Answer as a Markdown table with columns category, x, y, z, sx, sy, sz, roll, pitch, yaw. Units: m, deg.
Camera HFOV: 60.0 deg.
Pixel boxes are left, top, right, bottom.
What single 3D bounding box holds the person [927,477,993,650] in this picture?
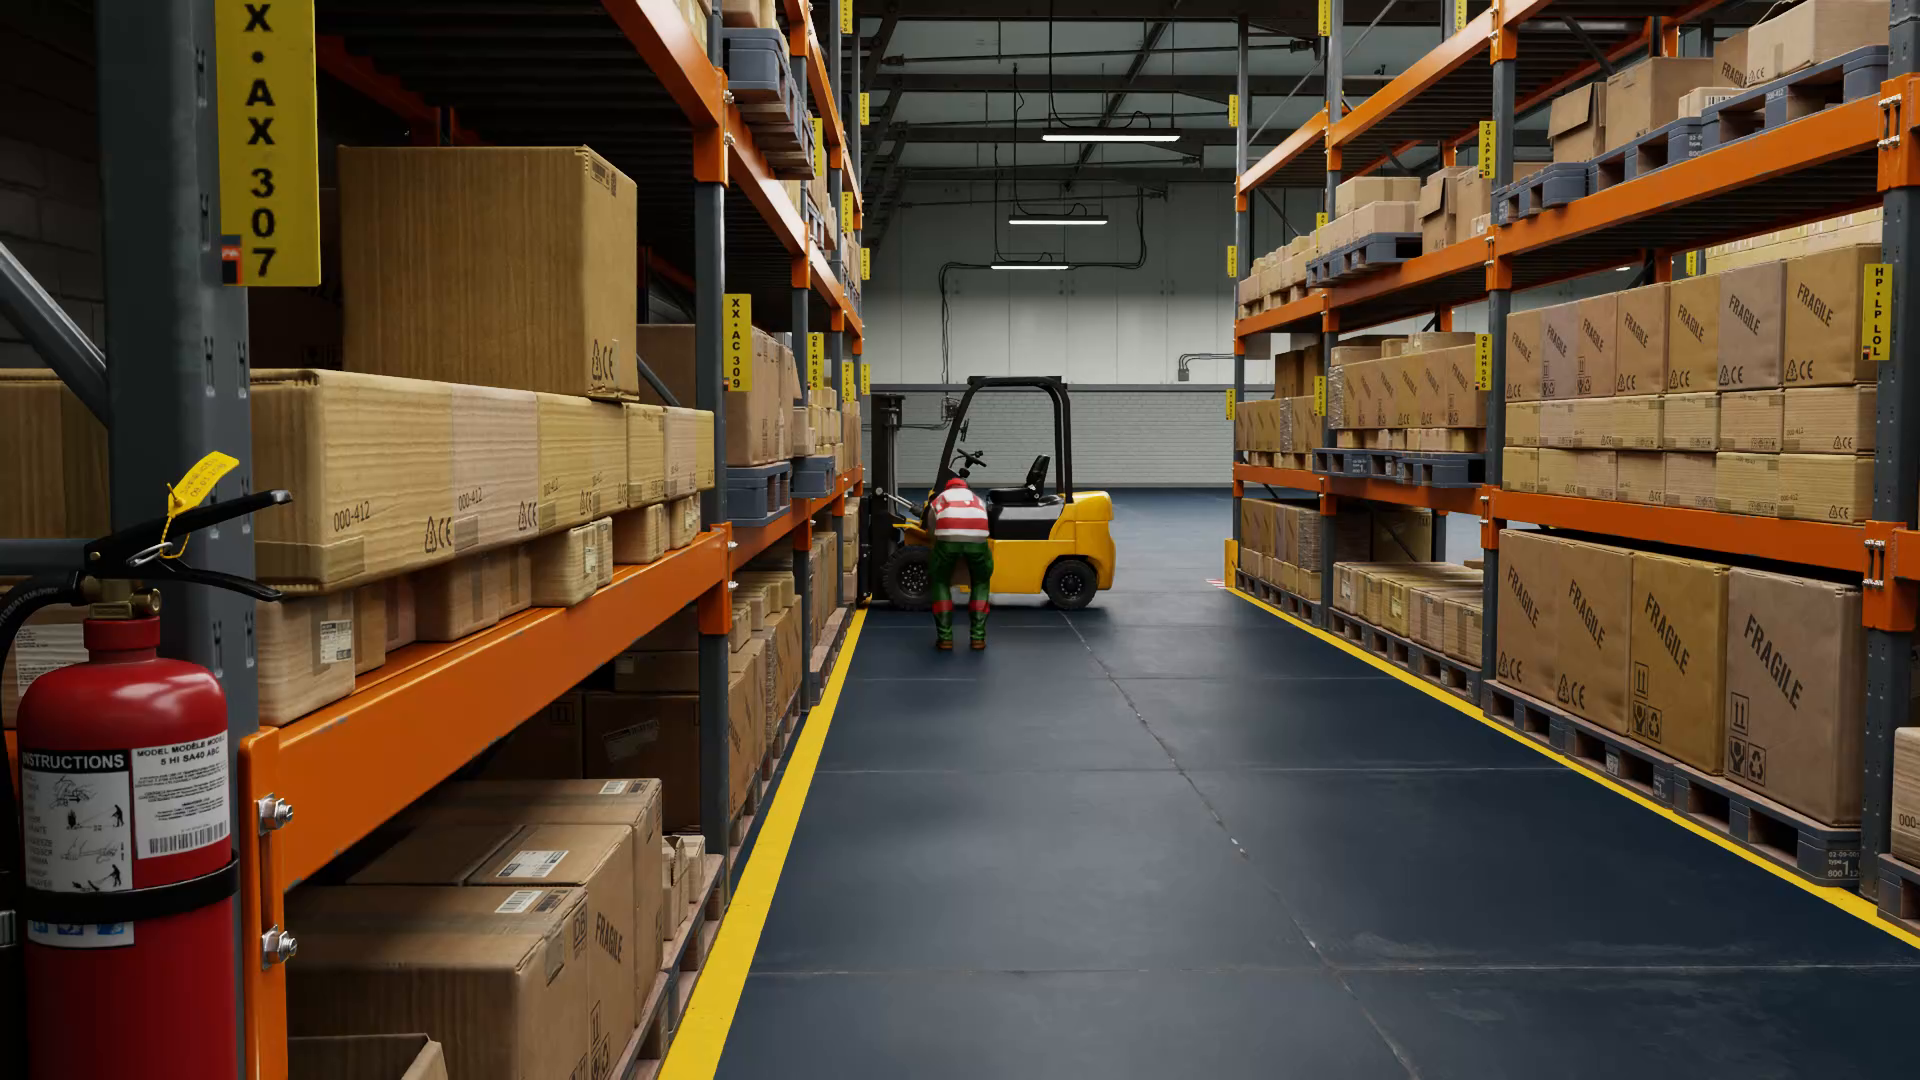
| category | x | y | z | sx | sy | sz | roll | pitch | yaw |
| --- | --- | --- | --- | --- | --- | --- | --- | --- | --- |
| person | -0.005 | 0.168 | 12.802 | 0.503 | 1.281 | 0.922 | 0 | 4 | -3 |
